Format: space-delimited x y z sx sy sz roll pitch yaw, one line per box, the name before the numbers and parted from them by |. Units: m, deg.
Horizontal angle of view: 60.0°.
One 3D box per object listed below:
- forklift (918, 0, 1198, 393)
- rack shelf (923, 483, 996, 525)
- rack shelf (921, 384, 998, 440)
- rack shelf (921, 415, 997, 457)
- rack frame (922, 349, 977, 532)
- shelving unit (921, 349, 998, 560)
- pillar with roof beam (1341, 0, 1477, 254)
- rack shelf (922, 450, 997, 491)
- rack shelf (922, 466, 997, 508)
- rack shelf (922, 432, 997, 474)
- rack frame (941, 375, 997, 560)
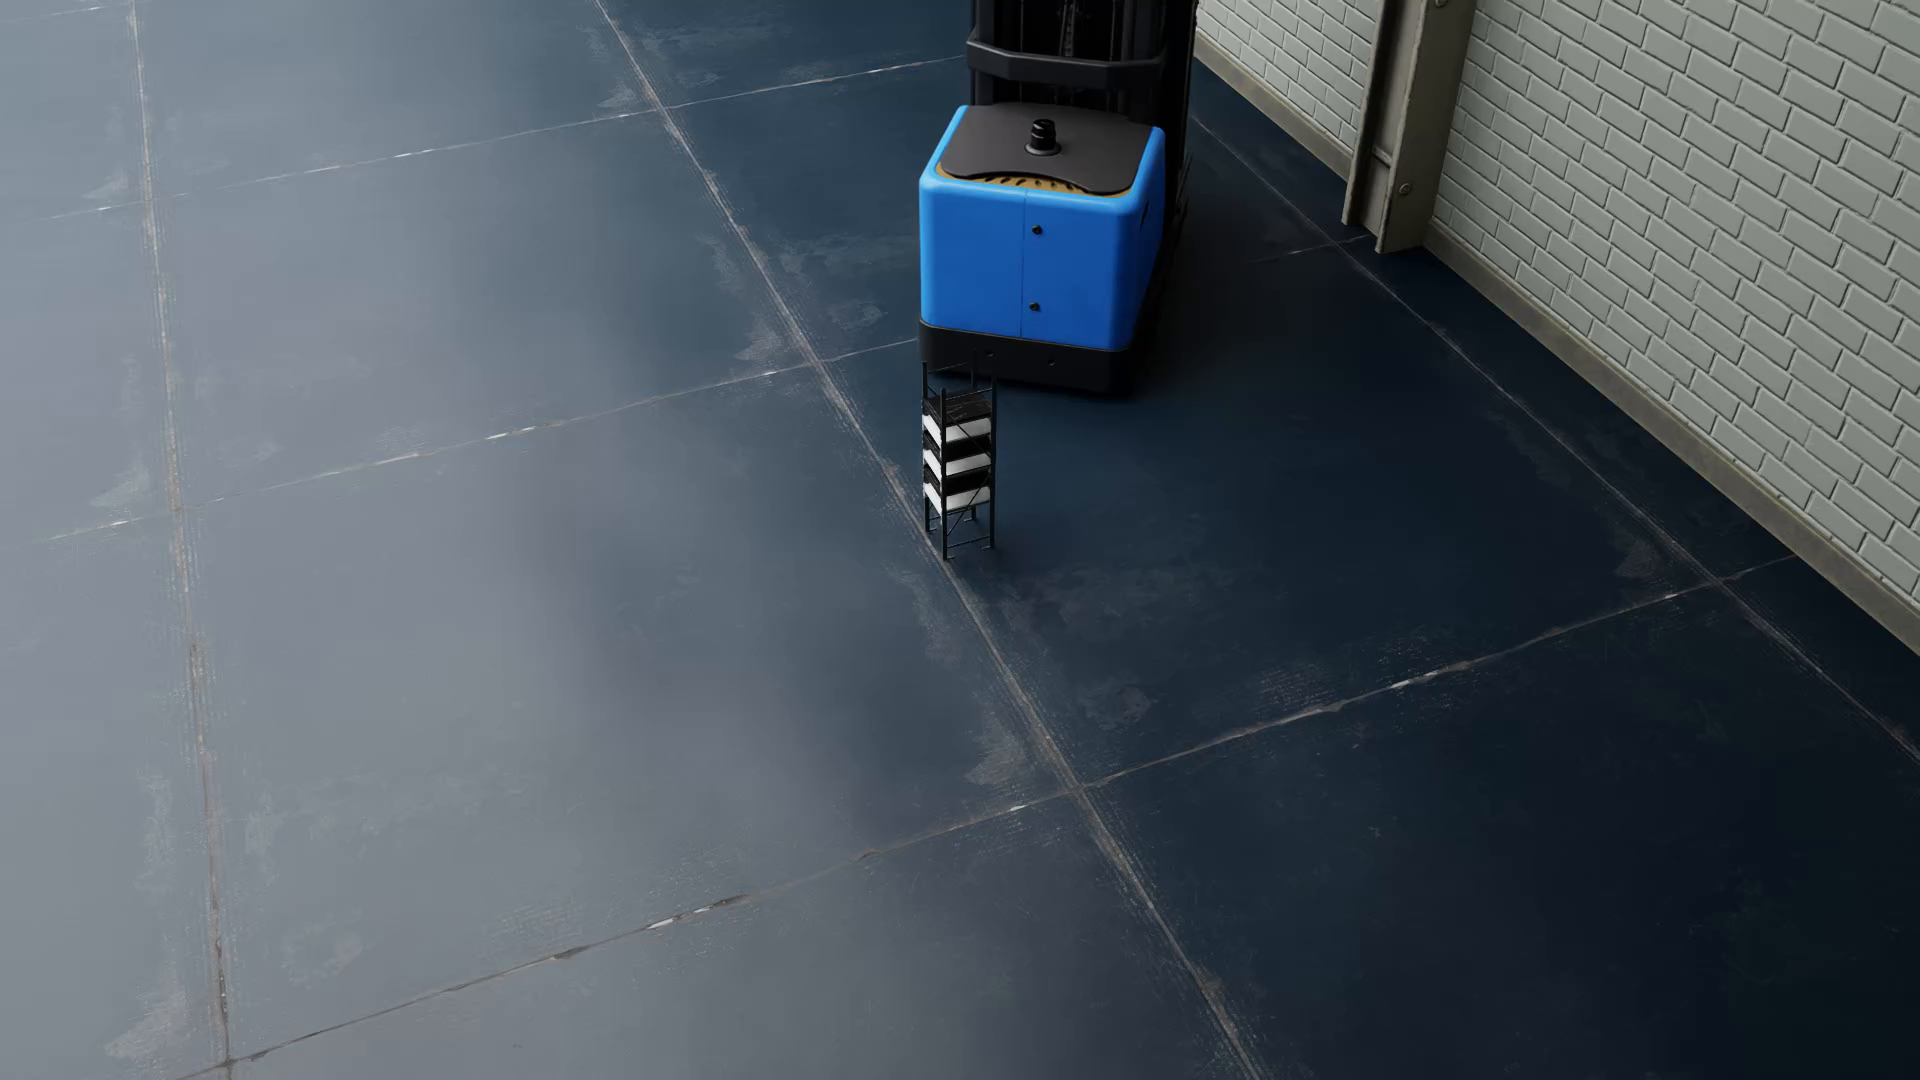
forklift | 0.651 -2.784 8.240 1.130 2.935 3.031 9 42 11
rack shelf | -0.003 -0.184 7.101 0.258 0.077 0.200 -15 43 -17
rack shelf | -0.003 -0.526 6.808 0.258 0.077 0.200 -15 43 -17
rack shelf | -0.003 -0.457 6.867 0.258 0.077 0.200 -15 43 -17
rack frame | -0.042 -0.407 7.034 0.240 0.900 0.006 -15 43 -17
shelving unit | -0.003 -0.346 6.962 0.258 0.900 0.210 -15 43 -17
pillar with roof beam | -1.622 -4.051 5.060 9.100 9.000 0.400 -15 43 -17
rack shelf | -0.003 -0.321 6.984 0.258 0.077 0.200 -15 43 -17
rack shelf | -0.003 -0.253 7.043 0.258 0.077 0.200 -15 43 -17
rack shelf | -0.003 -0.389 6.925 0.258 0.077 0.200 -15 43 -17
rack frame | 0.036 -0.285 6.891 0.240 0.900 0.006 -15 43 -17
